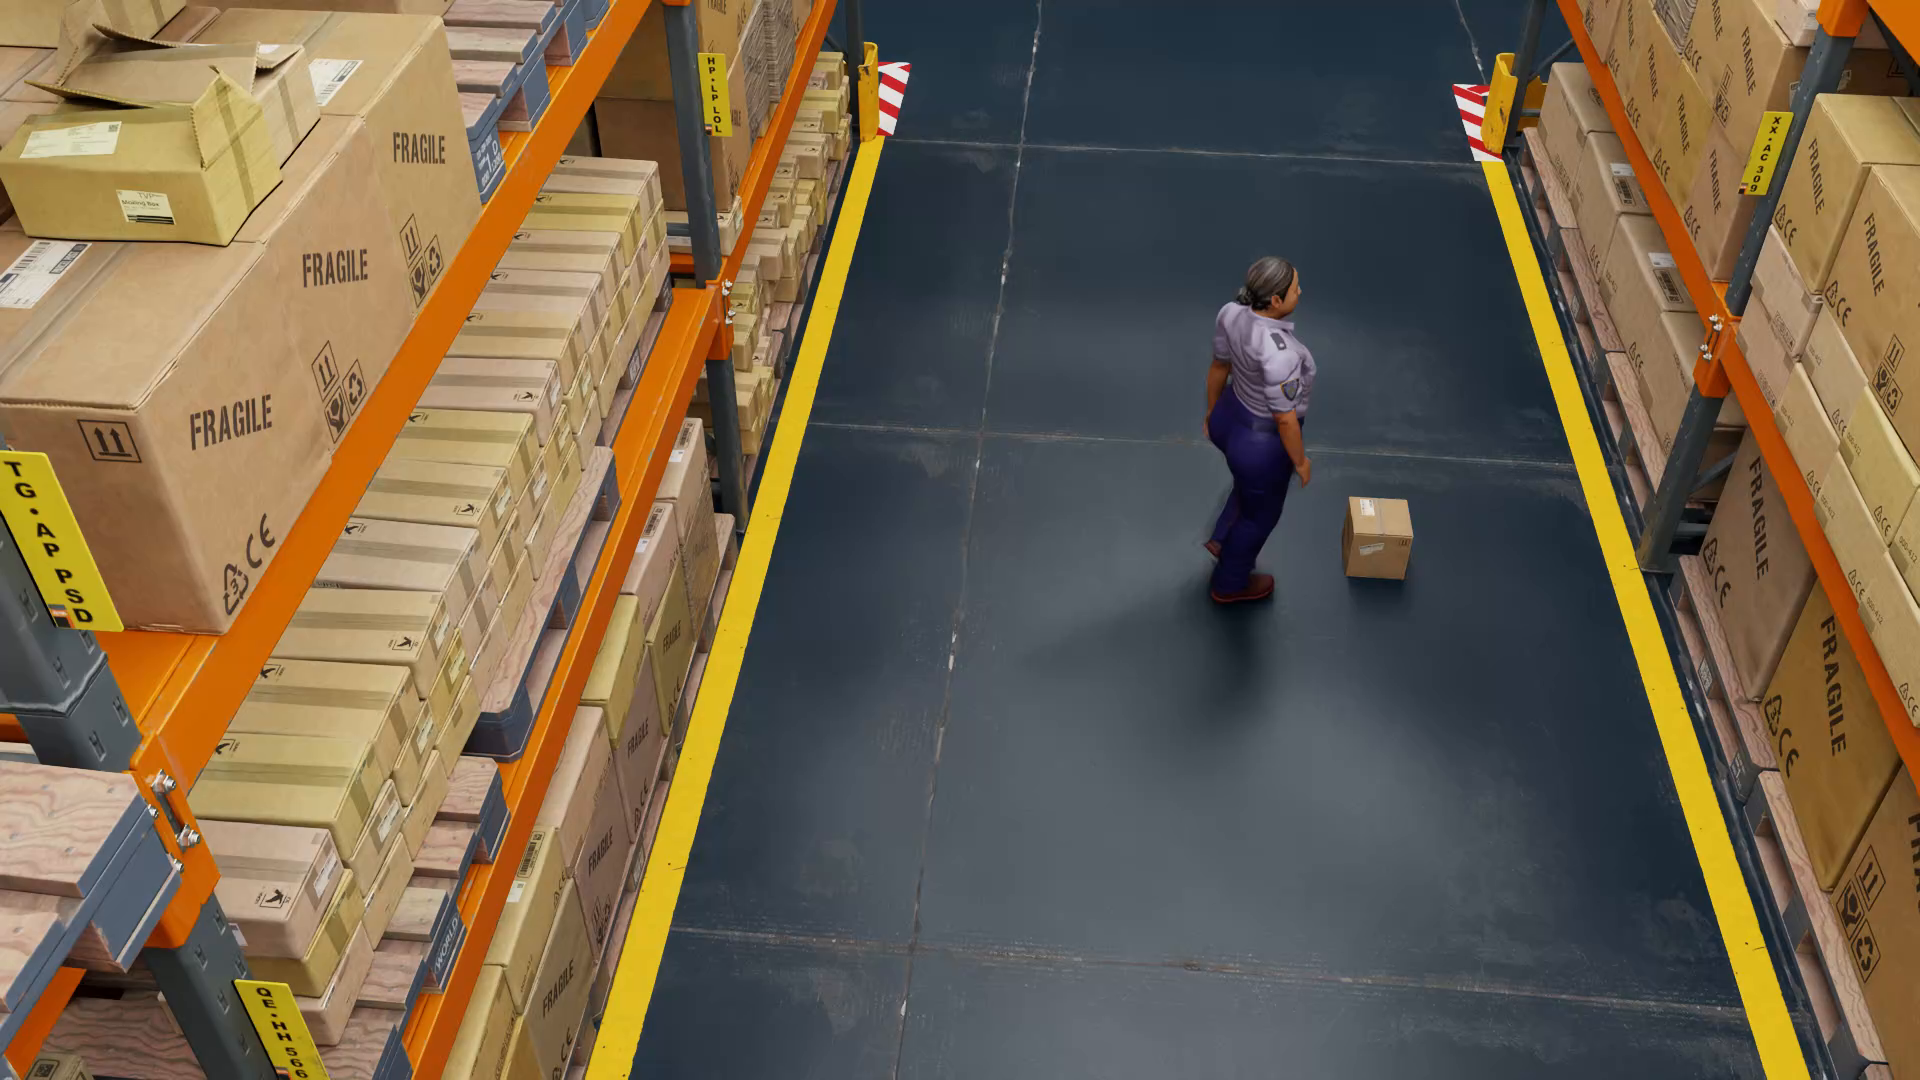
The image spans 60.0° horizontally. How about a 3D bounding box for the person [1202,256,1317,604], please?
[{"bbox_3d":[1.234,-0.410,6.641,0.452,1.666,0.528,-12,42,-14],"label":"person"}]
